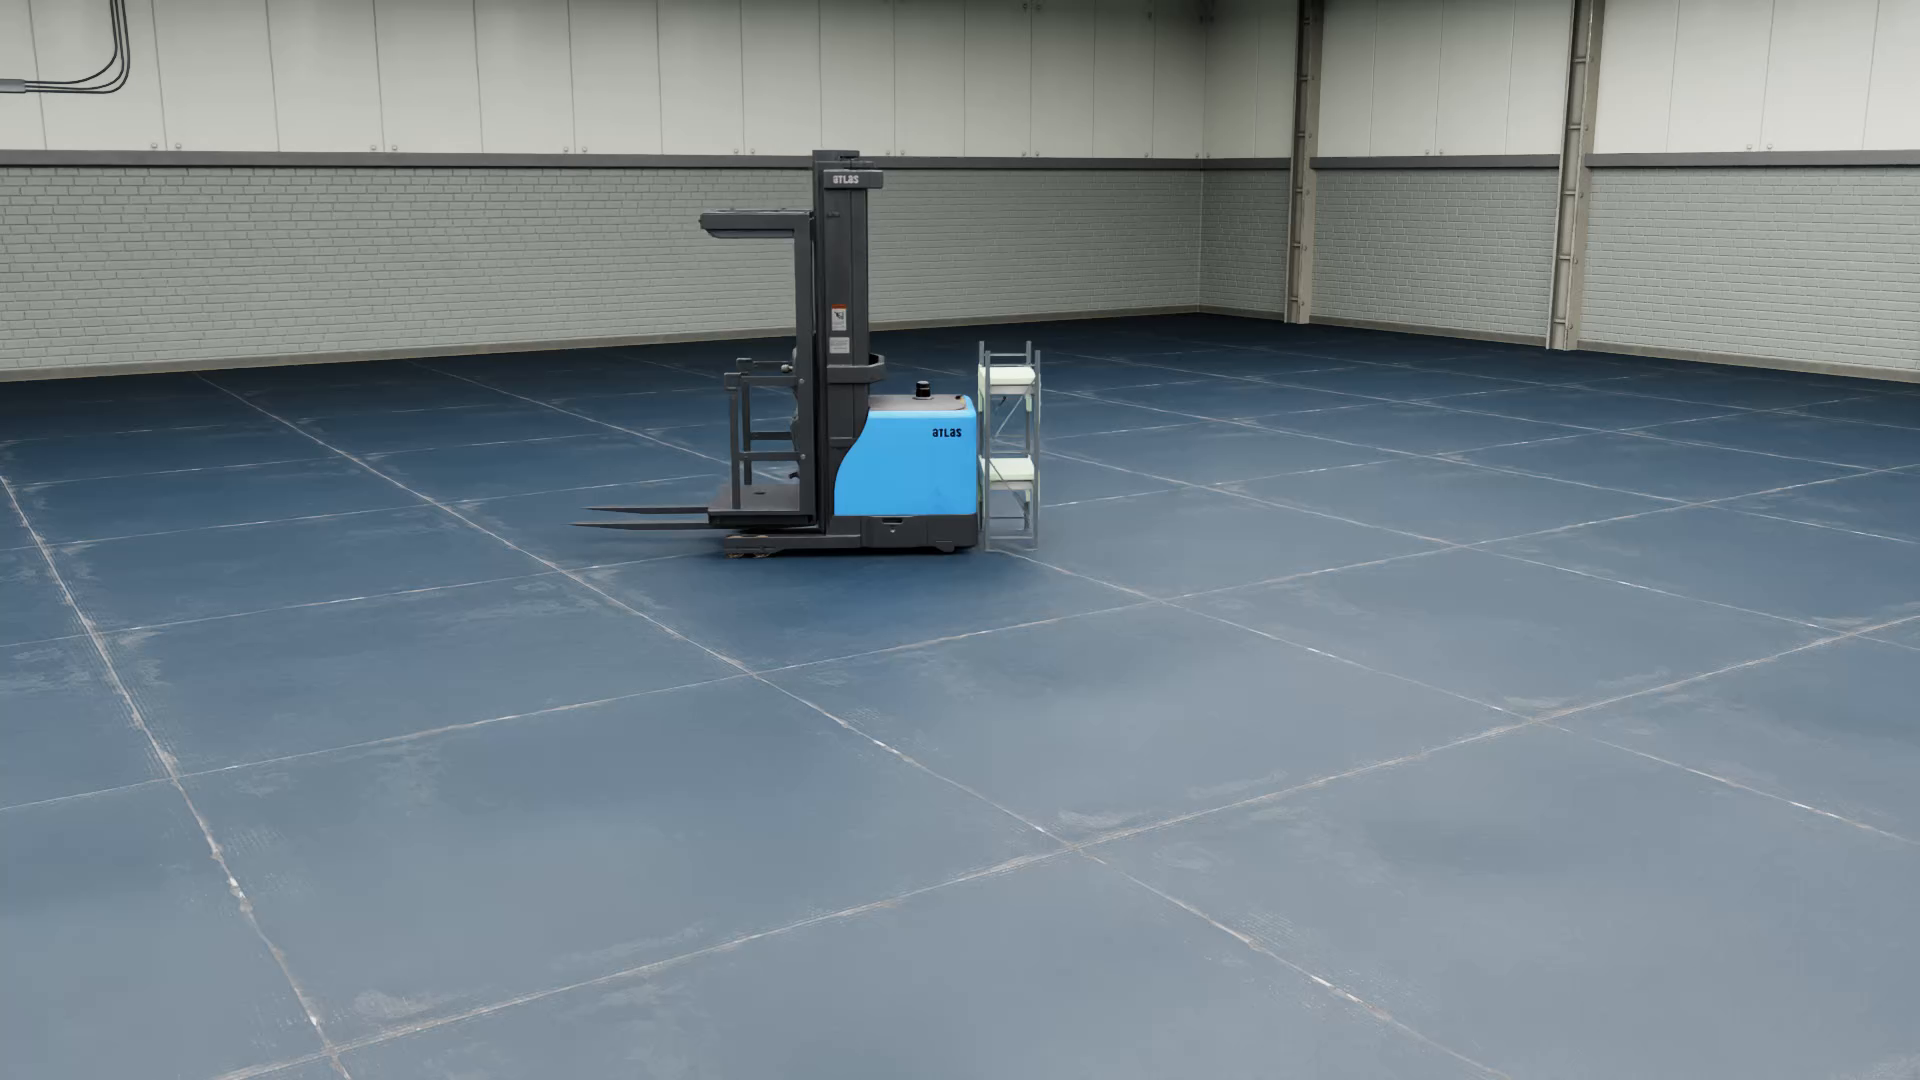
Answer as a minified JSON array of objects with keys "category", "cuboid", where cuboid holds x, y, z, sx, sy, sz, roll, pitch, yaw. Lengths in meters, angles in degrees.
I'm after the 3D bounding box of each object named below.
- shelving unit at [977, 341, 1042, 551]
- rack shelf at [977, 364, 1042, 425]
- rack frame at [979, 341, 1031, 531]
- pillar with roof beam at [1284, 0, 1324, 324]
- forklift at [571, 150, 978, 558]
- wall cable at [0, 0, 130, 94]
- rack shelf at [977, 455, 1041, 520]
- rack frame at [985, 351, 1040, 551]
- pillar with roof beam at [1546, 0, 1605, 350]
[{"category":"shelving unit","cuboid":[0.368,-0.729,12.685,0.431,1.500,0.755,-1,12,-3]},{"category":"rack shelf","cuboid":[0.368,-1.110,12.602,0.431,0.370,0.720,-1,12,-3]},{"category":"rack frame","cuboid":[0.350,-0.807,13.042,0.400,1.500,0.023,-1,12,-3]},{"category":"pillar with roof beam","cuboid":[2.898,-8.068,28.691,9.100,9.000,0.400,-8,15,-33]},{"category":"forklift","cuboid":[-1.395,-1.415,12.473,3.031,2.935,1.130,0,12,-2]},{"category":"wall cable","cuboid":[-12.360,-8.312,21.846,2.305,6.003,0.169,-8,15,-33]},{"category":"rack shelf","cuboid":[0.368,-0.411,12.755,0.431,0.370,0.720,-1,12,-3]},{"category":"rack frame","cuboid":[0.386,-0.651,12.328,0.400,1.500,0.023,-1,12,-3]},{"category":"pillar with roof beam","cuboid":[6.223,-7.001,23.812,9.100,9.000,0.400,-8,15,-33]}]
